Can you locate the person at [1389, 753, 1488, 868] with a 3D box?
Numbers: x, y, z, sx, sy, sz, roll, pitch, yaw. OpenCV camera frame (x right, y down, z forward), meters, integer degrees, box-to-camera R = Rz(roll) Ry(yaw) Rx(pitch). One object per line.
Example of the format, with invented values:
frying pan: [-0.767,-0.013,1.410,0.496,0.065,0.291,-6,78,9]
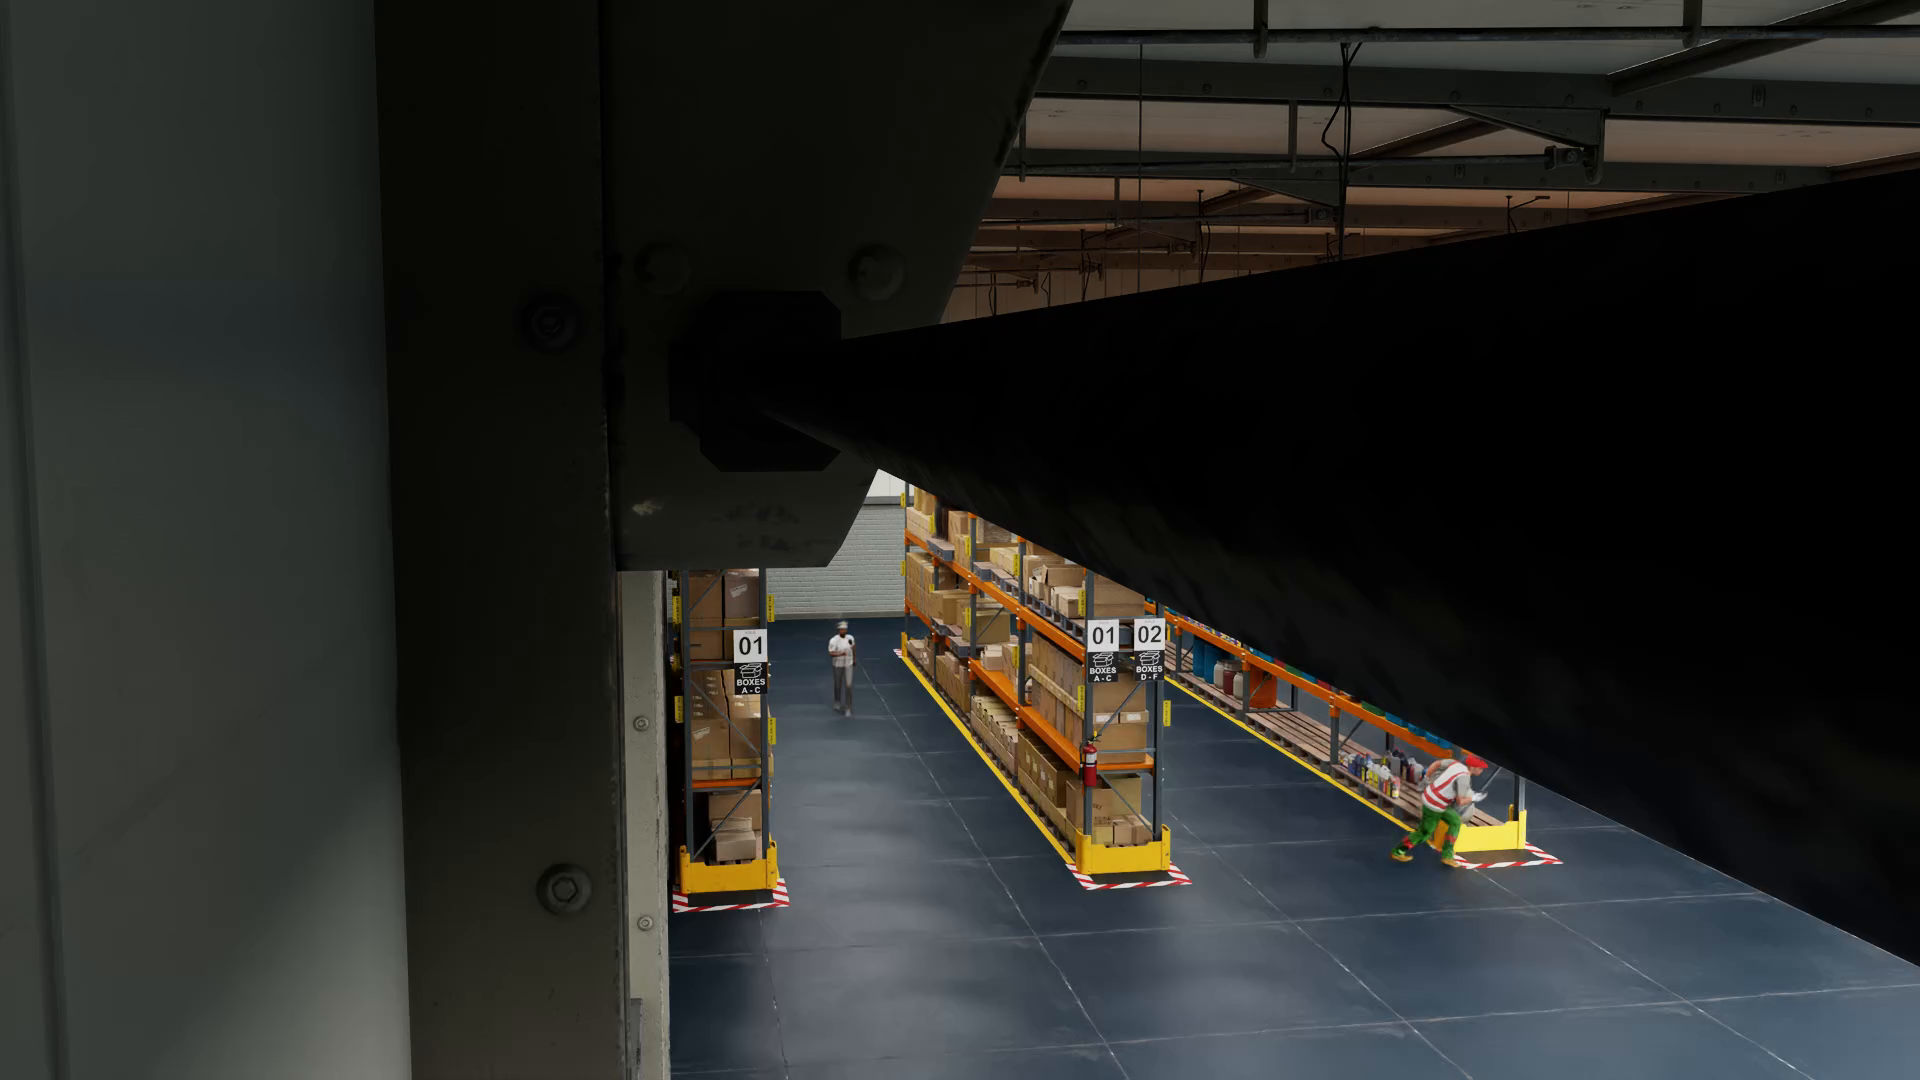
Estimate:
person: [6.041,3.414,21.003,1.161,1.523,0.680,1,6,9]

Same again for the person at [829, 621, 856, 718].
person: [-2.148,2.331,30.397,0.534,1.741,0.861,-1,6,-11]
